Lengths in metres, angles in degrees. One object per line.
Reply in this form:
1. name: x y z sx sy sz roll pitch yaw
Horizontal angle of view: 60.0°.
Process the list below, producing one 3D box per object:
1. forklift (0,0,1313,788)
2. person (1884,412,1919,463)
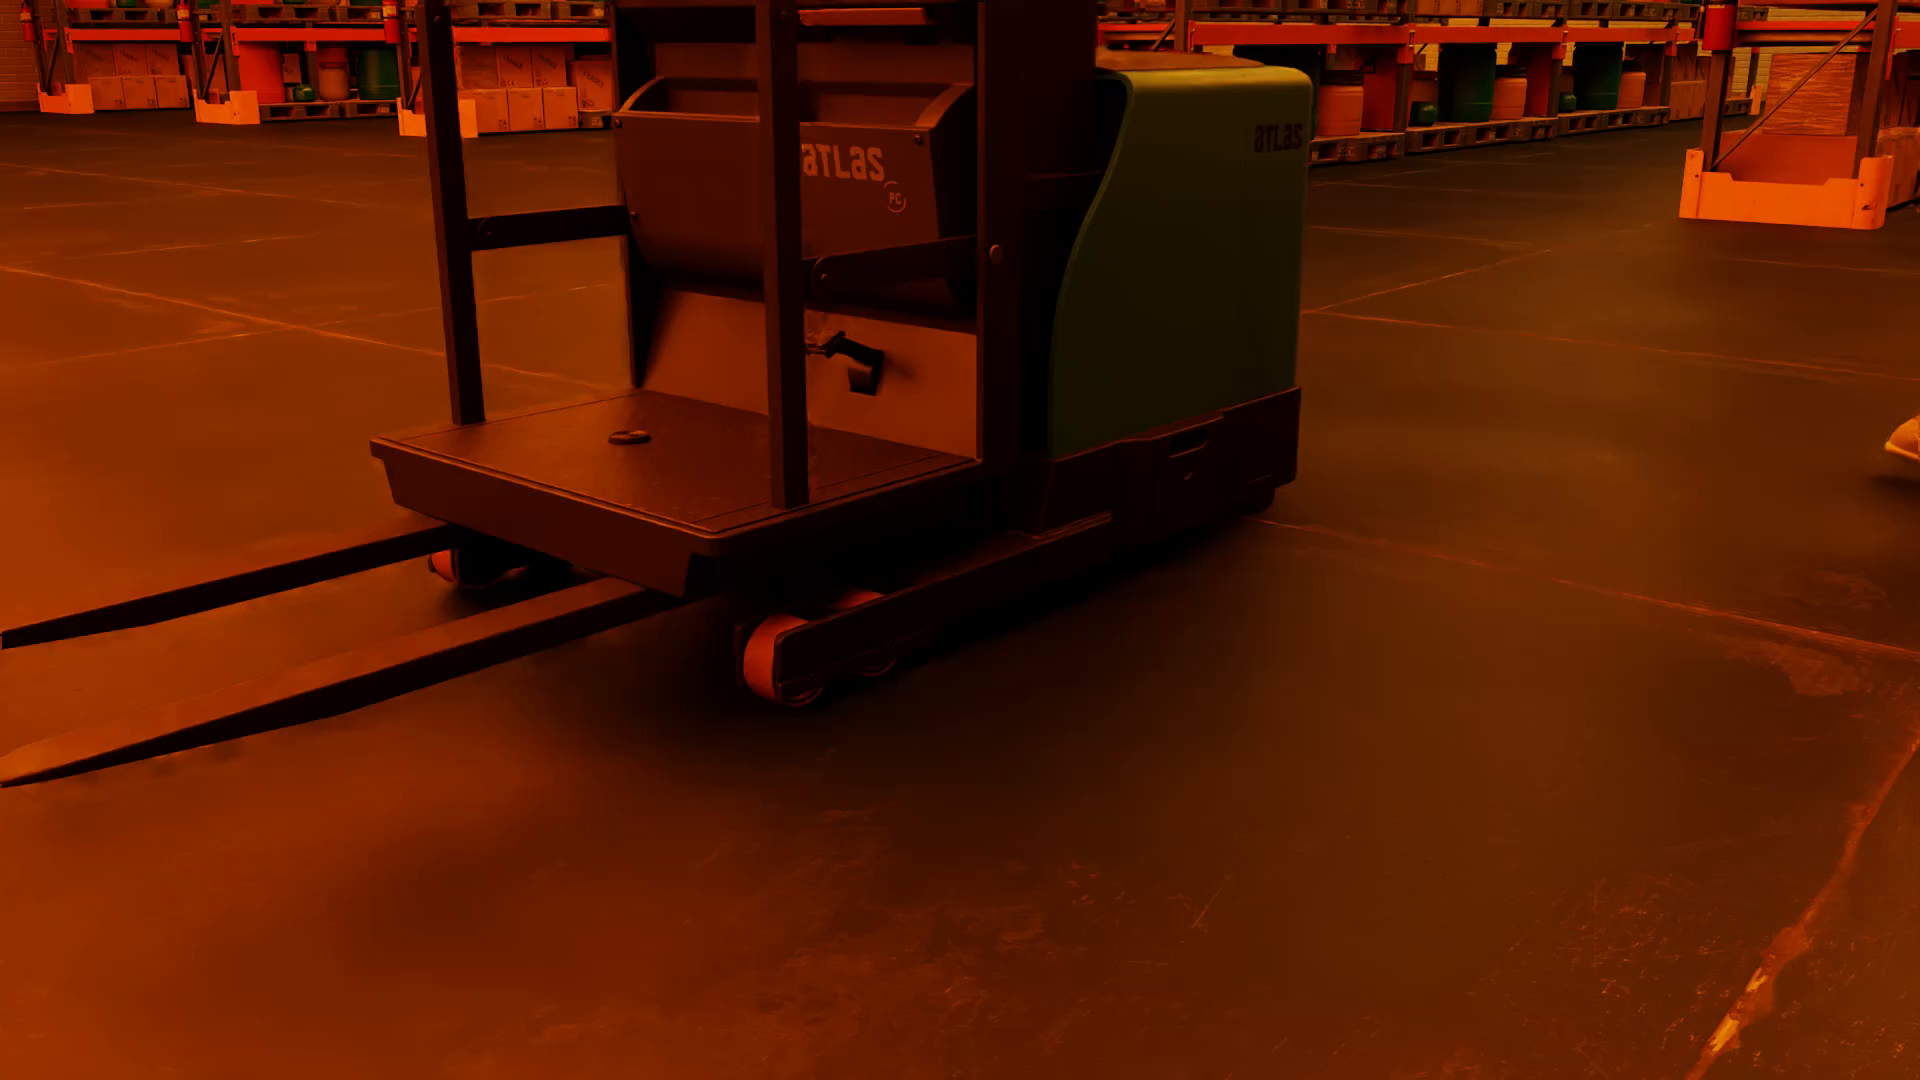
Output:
1. forklift: -0.494 -1.269 3.077 1.130 2.935 3.031 14 22 39
2. person: 2.790 -0.828 4.059 0.767 1.563 0.742 15 22 40
